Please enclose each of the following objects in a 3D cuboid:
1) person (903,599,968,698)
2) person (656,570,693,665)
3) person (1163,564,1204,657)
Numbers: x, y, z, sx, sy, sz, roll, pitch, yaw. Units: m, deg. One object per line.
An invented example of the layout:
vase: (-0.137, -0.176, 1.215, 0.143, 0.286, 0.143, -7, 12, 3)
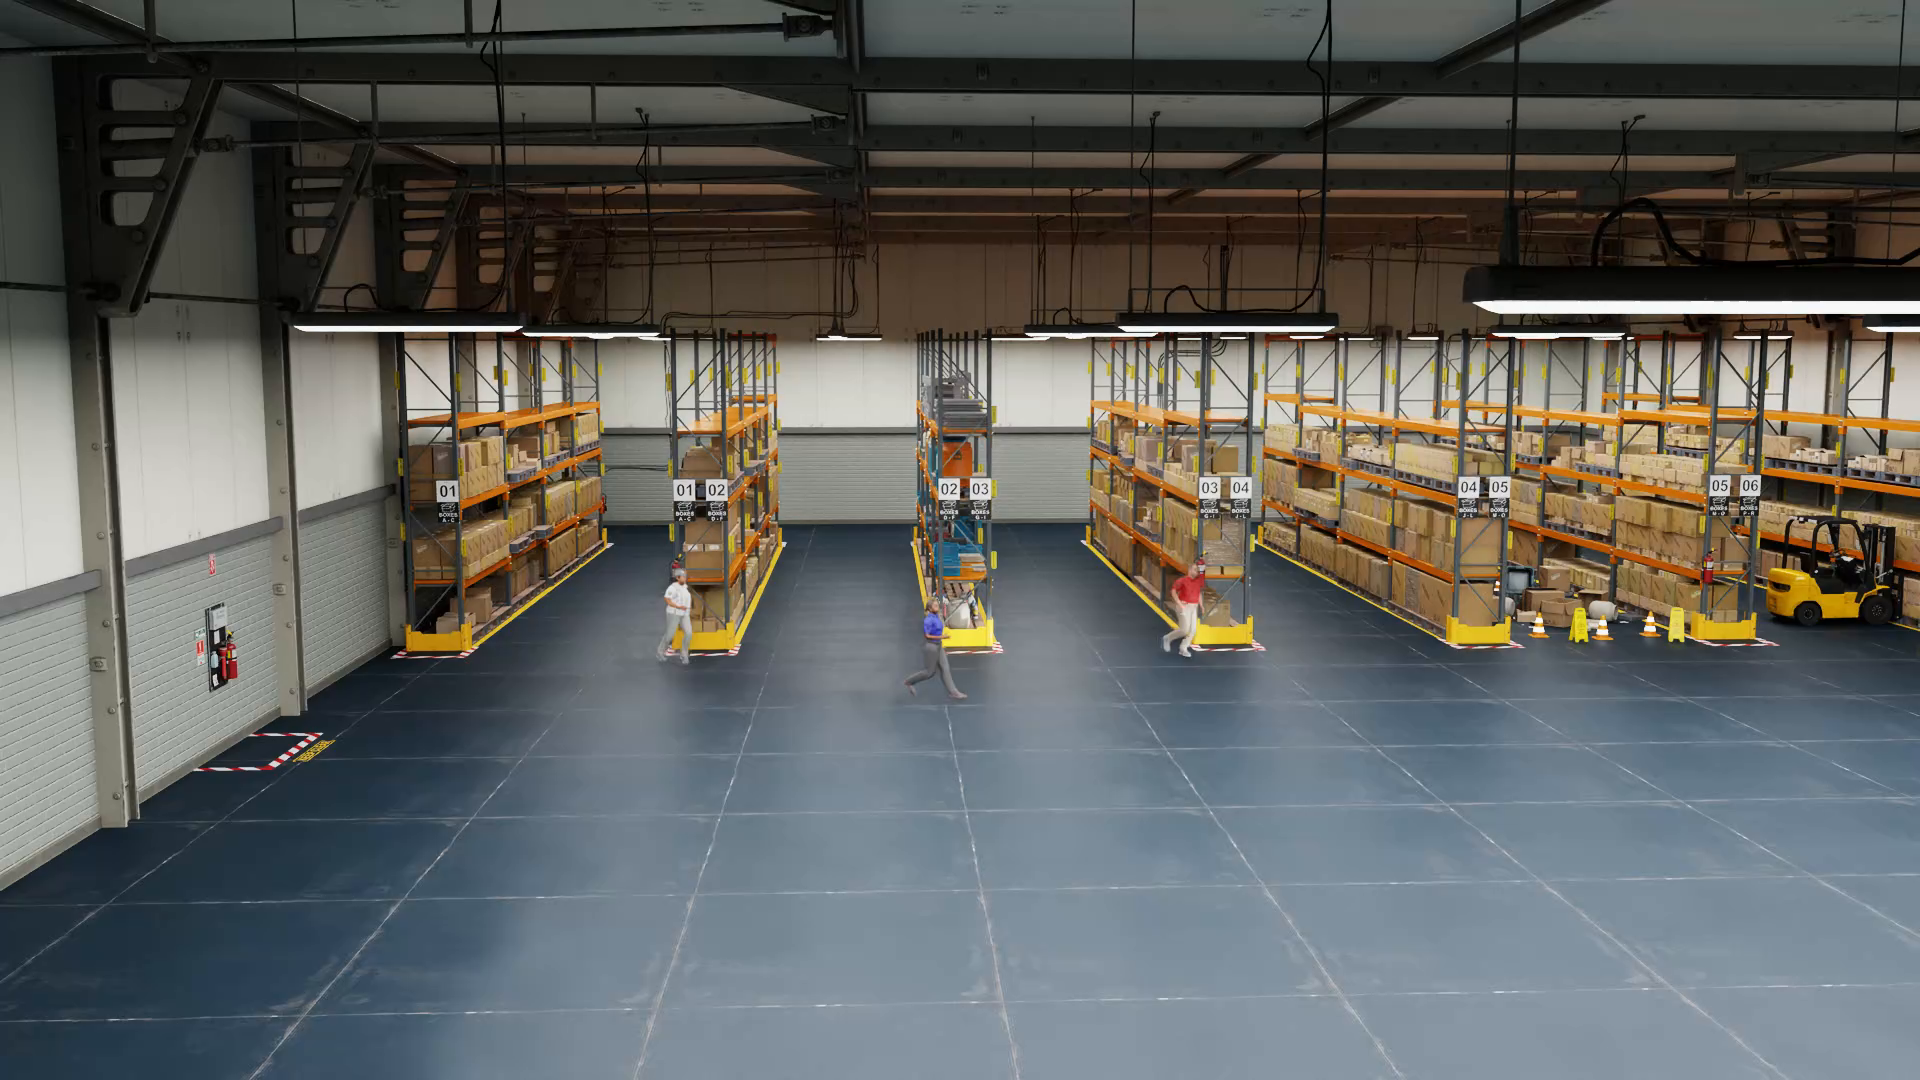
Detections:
person: (-0.387, 1.743, 26.674, 1.044, 1.598, 0.594, 2, 7, 19)
person: (-5.063, 1.390, 29.960, 0.708, 1.705, 0.667, 5, 8, 37)
person: (4.185, 1.279, 30.737, 0.739, 1.673, 0.613, -6, 9, -39)
